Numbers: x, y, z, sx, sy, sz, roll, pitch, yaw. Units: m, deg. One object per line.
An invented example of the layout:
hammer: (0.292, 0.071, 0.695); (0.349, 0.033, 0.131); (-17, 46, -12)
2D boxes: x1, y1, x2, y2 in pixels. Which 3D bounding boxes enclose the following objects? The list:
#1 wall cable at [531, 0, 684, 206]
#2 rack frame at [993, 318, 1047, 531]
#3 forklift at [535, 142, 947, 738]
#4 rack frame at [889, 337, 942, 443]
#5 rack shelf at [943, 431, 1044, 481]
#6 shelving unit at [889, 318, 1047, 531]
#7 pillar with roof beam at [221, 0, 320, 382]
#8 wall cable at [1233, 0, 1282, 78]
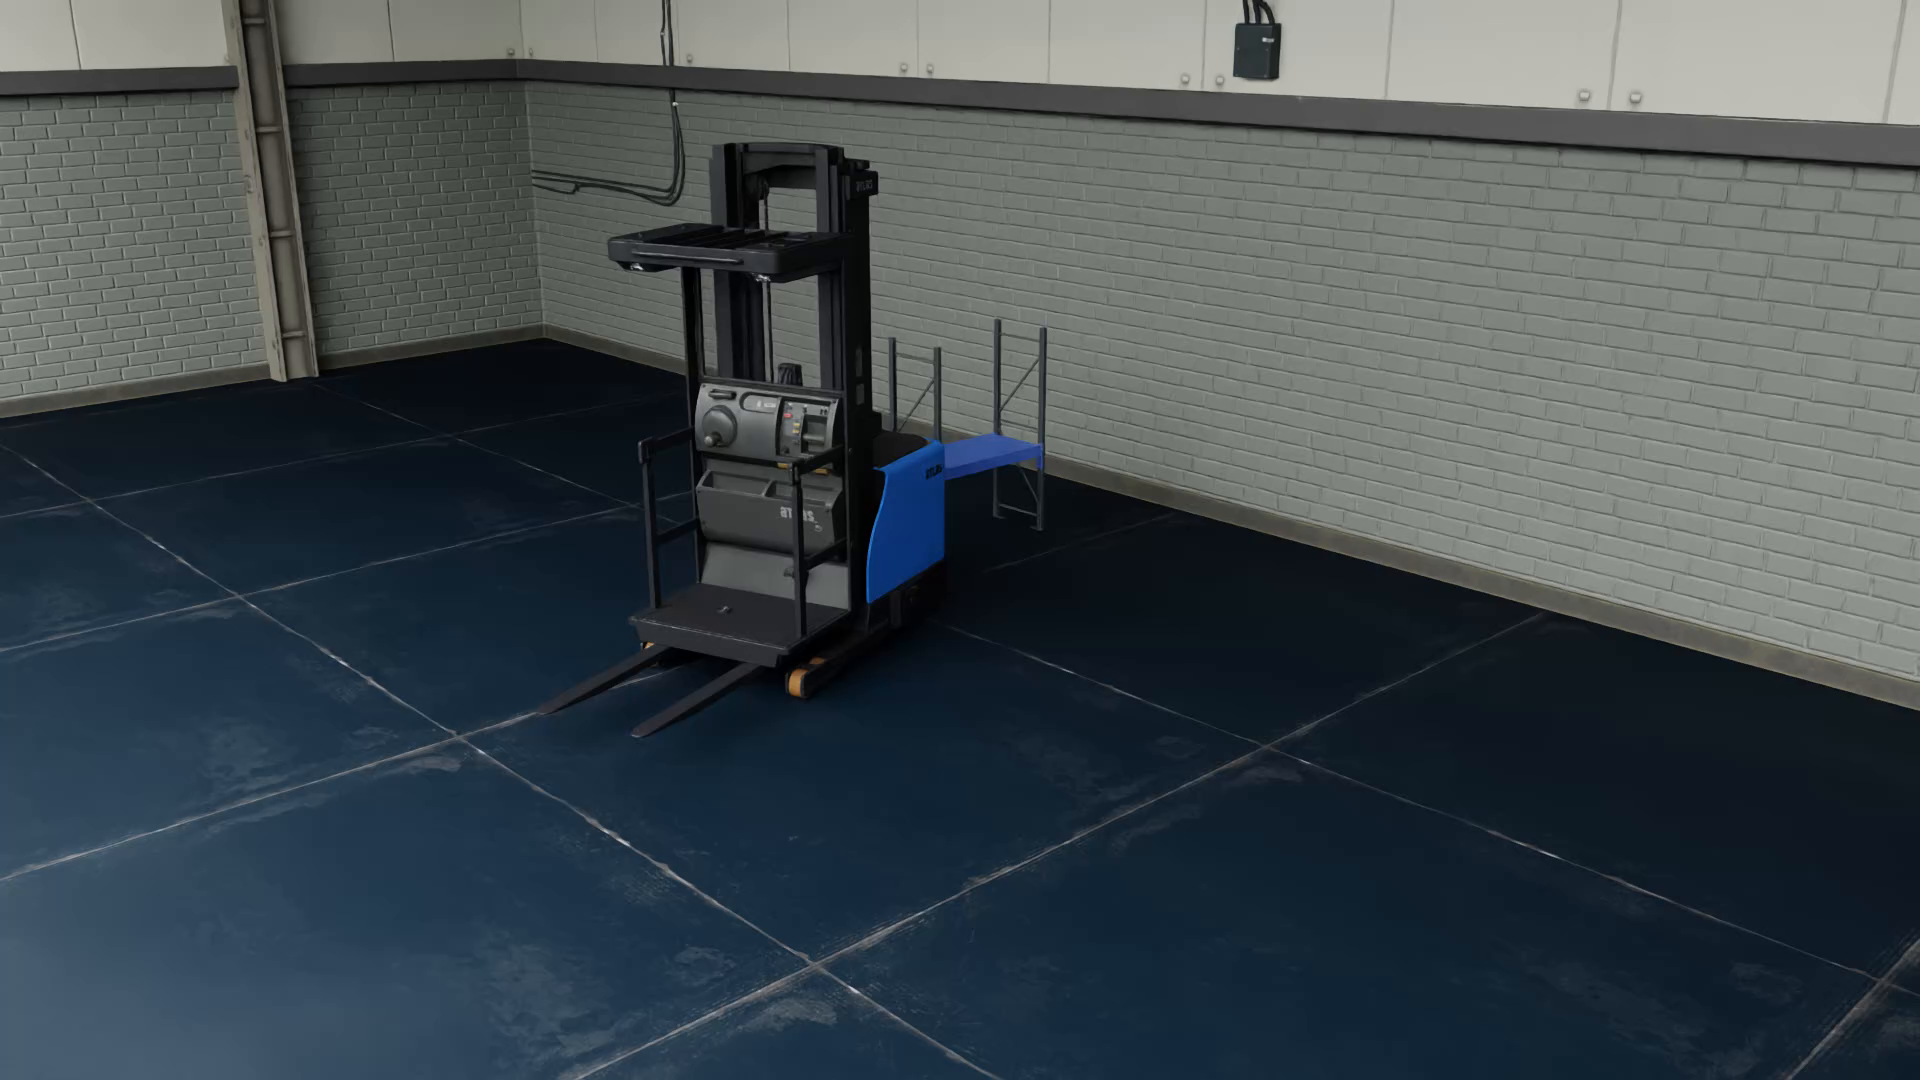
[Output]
wall cable: (-3.821, -4.815, 17.279); (0.112, 2.526, 3.097); (-16, 24, -41)
rack frame: (0.431, -0.839, 12.141); (0.032, 1.500, 0.500); (-16, 24, -41)
forklift: (-1.198, -0.667, 9.289); (1.130, 2.935, 3.031); (9, 20, 26)
rack frame: (-0.307, -0.624, 11.477); (0.032, 1.500, 0.500); (-16, 24, -41)
rack shelf: (0.062, -0.560, 11.865); (1.000, 0.185, 0.538); (-16, 24, -41)
shelving unit: (0.062, -0.732, 11.809); (1.048, 1.500, 0.538); (-16, 24, -41)
pillar with roof beam: (-3.913, -4.999, 12.813); (0.400, 9.000, 9.100); (-16, 24, -41)
wall cable: (2.689, -5.779, 9.704); (0.169, 6.003, 2.305); (-16, 24, -41)
